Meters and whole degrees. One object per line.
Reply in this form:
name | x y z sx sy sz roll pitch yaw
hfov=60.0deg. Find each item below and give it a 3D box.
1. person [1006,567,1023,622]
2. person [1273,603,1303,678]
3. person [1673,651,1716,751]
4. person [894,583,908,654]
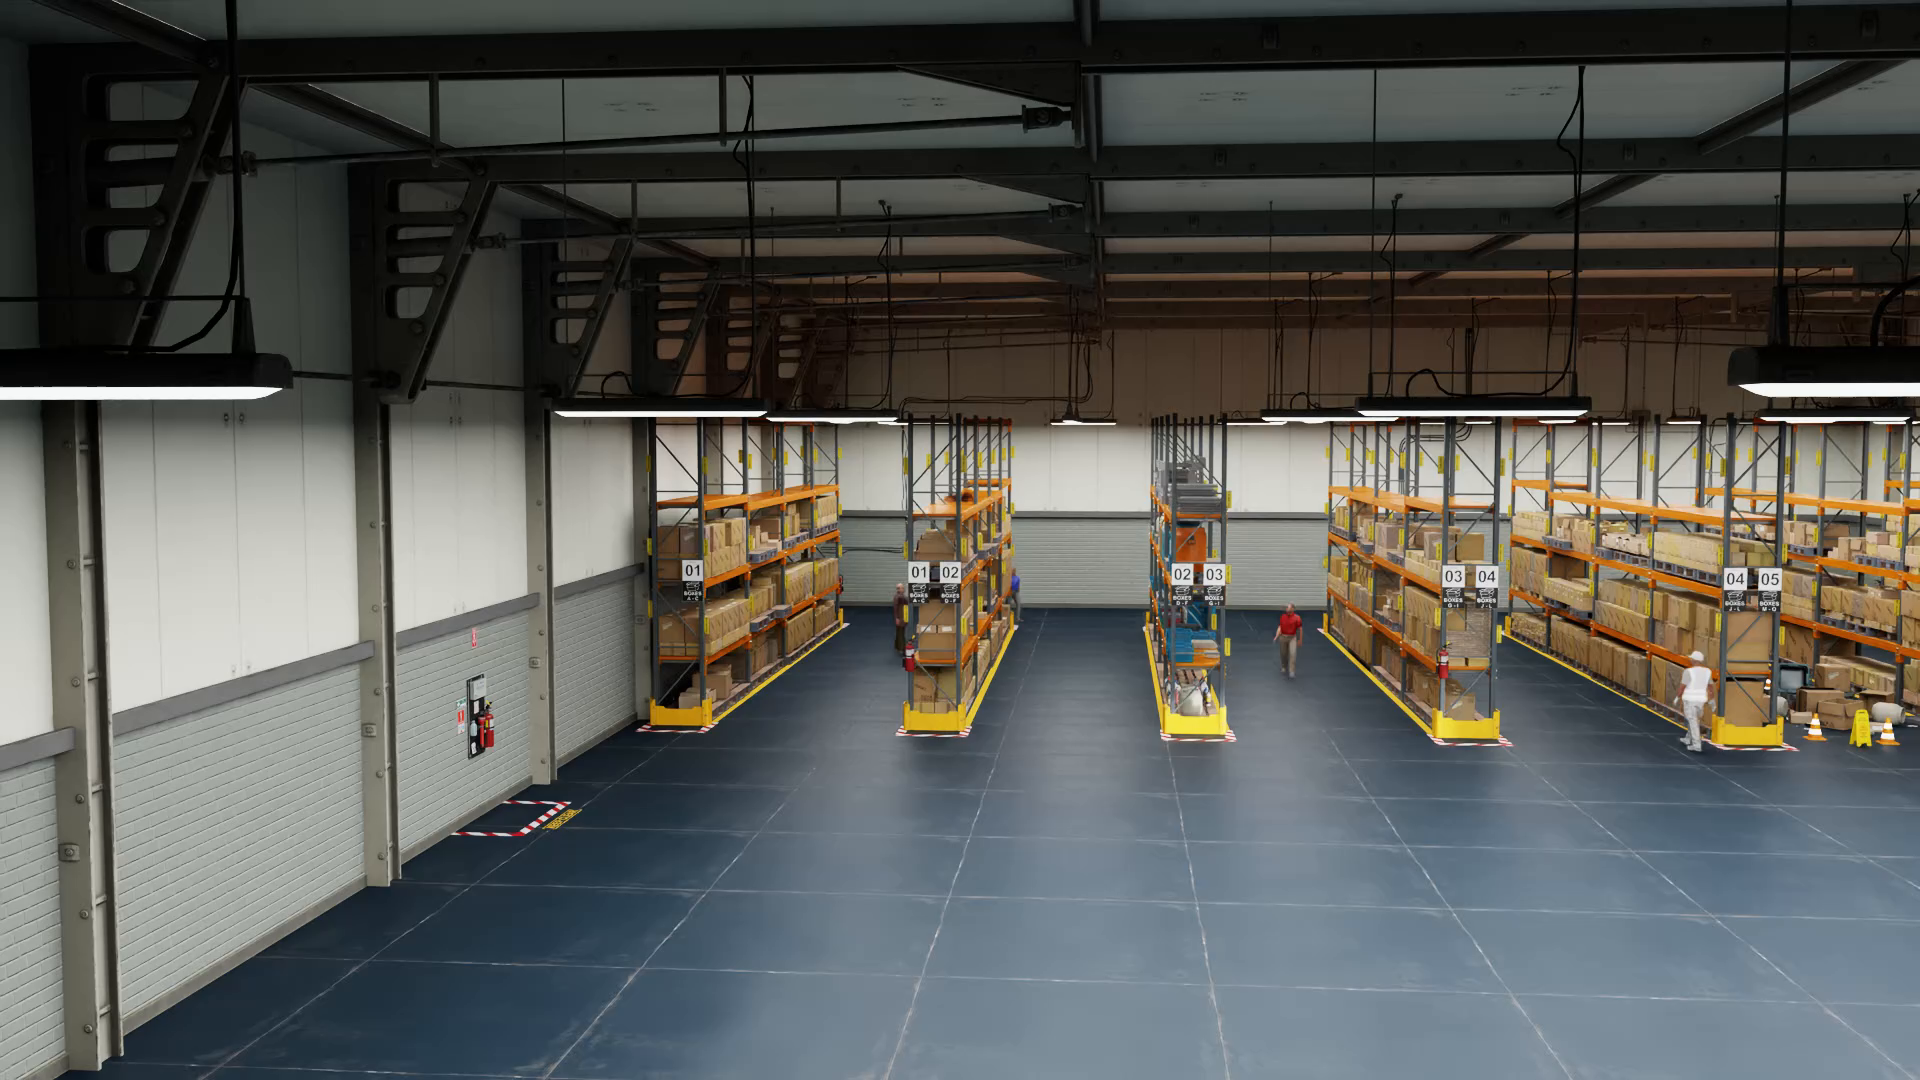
person | 1.569 1.600 49.243 0.527 1.606 0.908 -2 4 -26
person | 7.559 2.297 38.322 0.661 1.678 0.991 1 4 11
person | 13.056 2.835 29.627 0.666 1.742 0.975 0 4 -3
person | -1.426 1.997 42.175 0.573 1.801 0.614 1 4 18
